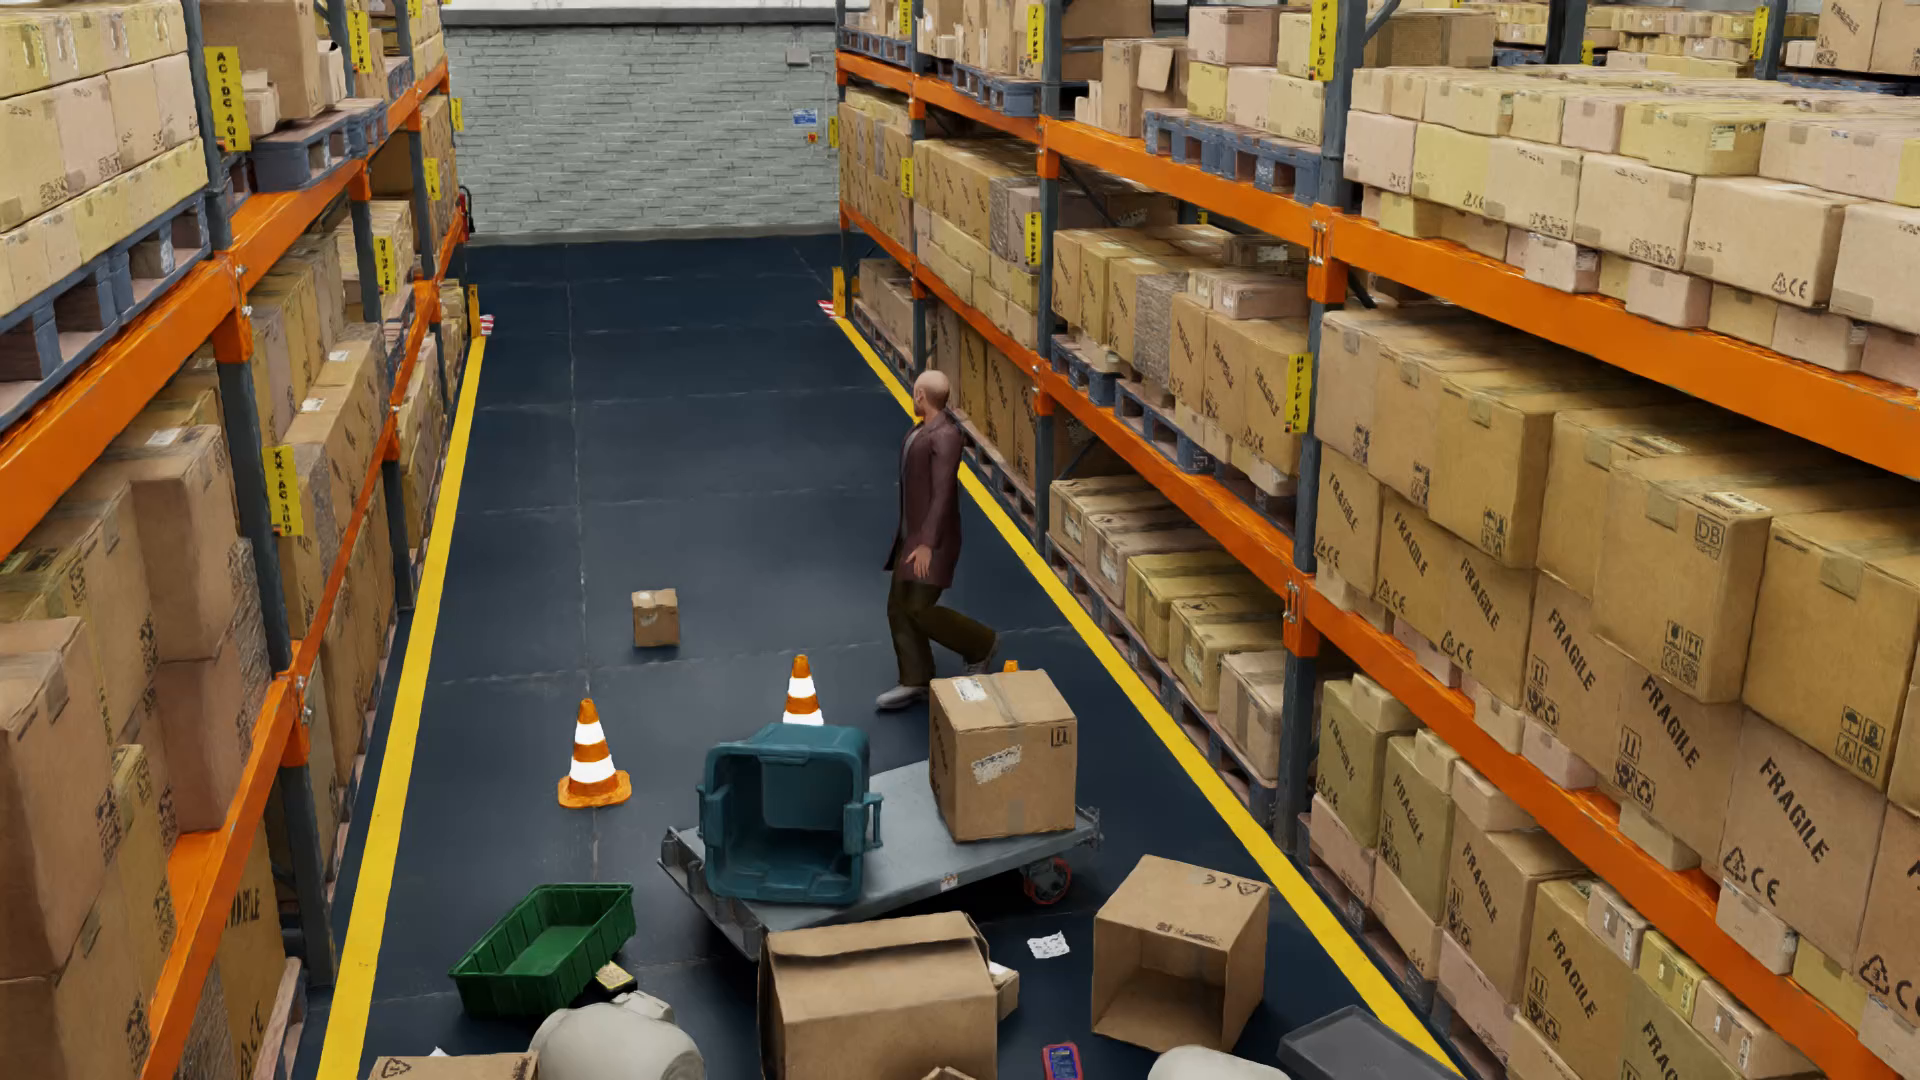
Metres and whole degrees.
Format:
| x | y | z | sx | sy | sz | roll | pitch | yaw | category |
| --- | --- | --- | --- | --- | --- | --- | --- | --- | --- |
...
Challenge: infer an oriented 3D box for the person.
| x | y | z | sx | sy | sz | roll | pitch | yaw | category |
| --- | --- | --- | --- | --- | --- | --- | --- | --- | --- |
| -0.170 | -0.016 | 8.703 | 0.714 | 1.732 | 0.632 | -7 | 20 | -19 | person |
